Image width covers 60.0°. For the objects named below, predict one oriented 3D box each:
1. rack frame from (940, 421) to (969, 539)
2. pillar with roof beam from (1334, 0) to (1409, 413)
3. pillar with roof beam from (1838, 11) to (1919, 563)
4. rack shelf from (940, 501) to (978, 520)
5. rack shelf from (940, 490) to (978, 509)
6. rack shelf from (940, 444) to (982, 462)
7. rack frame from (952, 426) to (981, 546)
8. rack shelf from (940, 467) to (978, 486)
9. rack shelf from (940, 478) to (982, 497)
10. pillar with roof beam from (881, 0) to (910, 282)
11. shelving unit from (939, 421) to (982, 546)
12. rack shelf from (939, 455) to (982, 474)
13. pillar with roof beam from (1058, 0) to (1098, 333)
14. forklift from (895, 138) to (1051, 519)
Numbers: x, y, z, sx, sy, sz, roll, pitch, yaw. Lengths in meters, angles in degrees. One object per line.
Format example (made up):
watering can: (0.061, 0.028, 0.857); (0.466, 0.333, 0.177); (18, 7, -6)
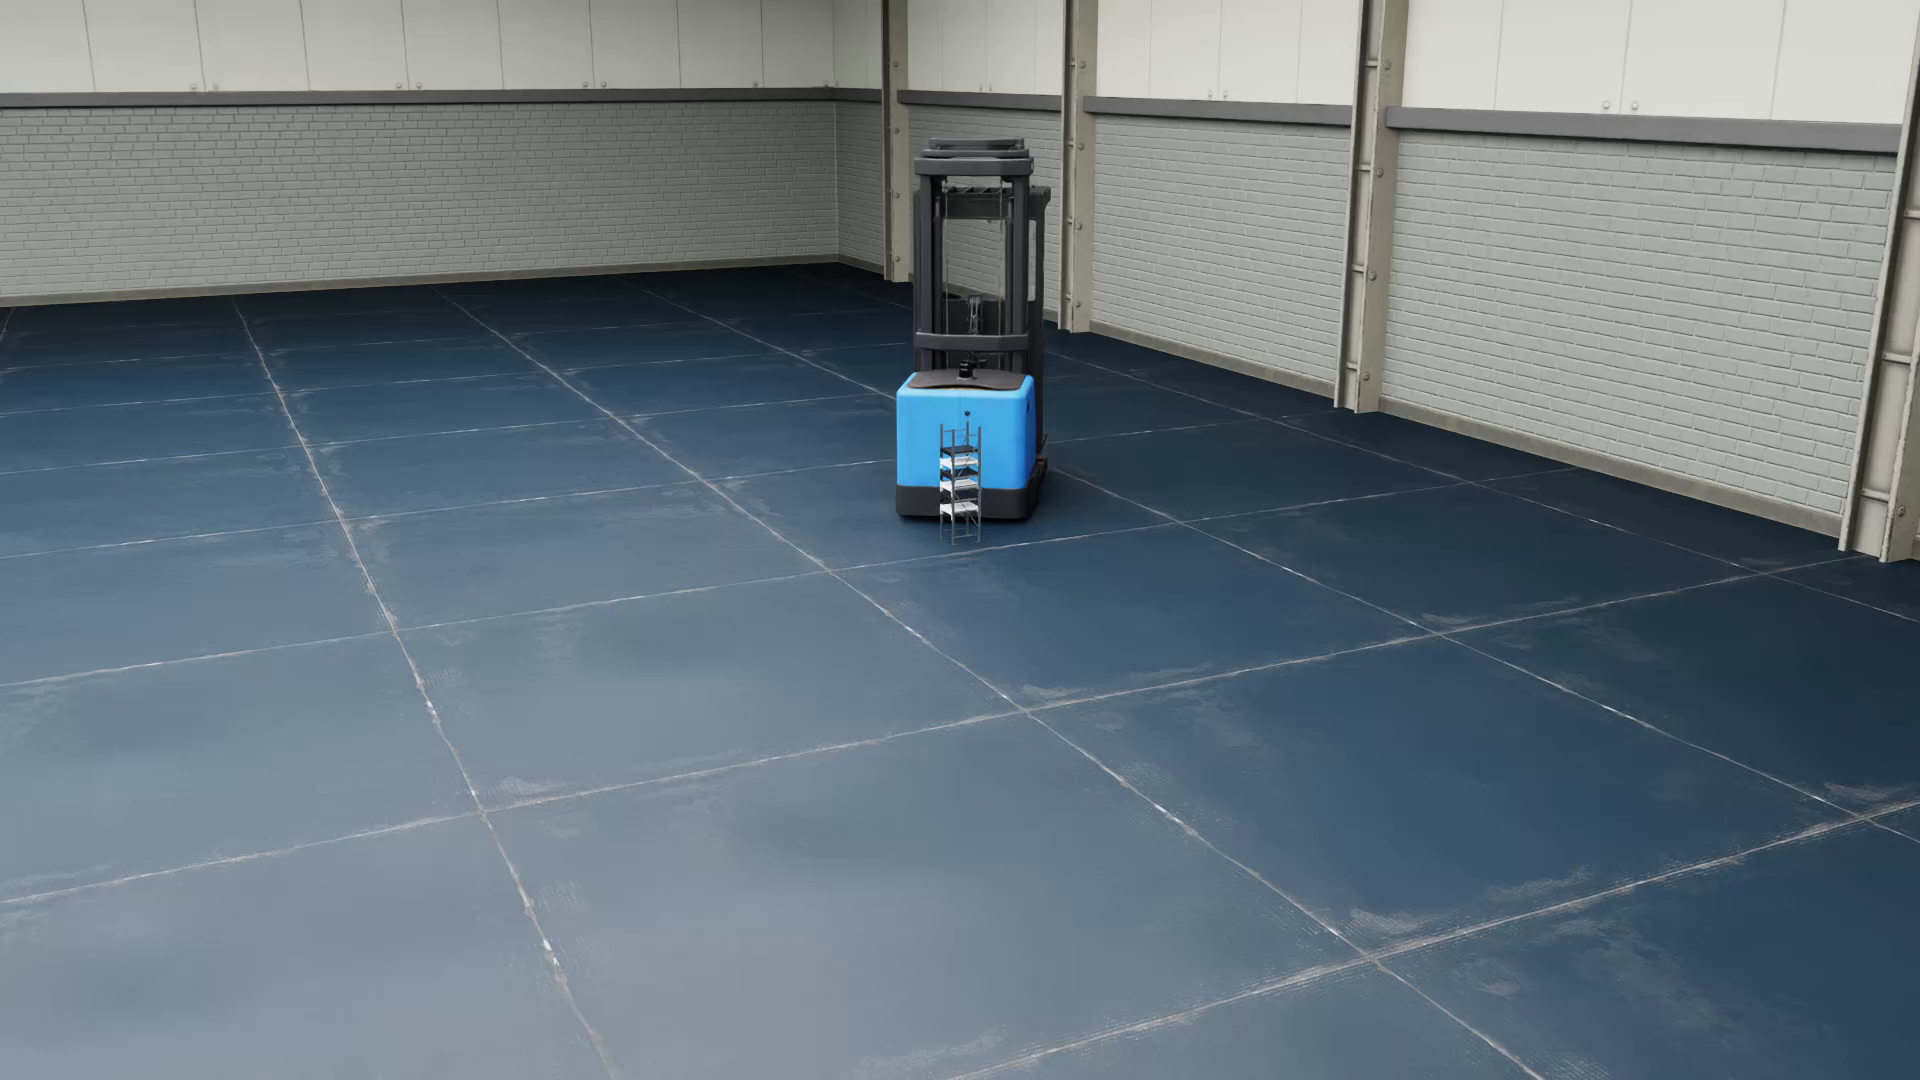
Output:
rack frame: (-0.041, -0.456, 12.707); (0.240, 0.900, 0.006); (-8, 18, -25)
pillar with roof beam: (0.328, -5.194, 14.535); (9.100, 9.000, 0.400); (-8, 18, -25)
pillar with roof beam: (2.957, -3.706, 9.351); (9.100, 9.000, 0.400); (-8, 18, -25)
rack shelf: (0.004, -0.225, 12.678); (0.258, 0.077, 0.200); (-8, 18, -25)
rack shelf: (0.004, -0.312, 12.654); (0.258, 0.077, 0.200); (-8, 18, -25)
rack shelf: (0.004, -0.658, 12.554); (0.258, 0.077, 0.200); (-8, 18, -25)
rack frame: (0.048, -0.405, 12.532); (0.240, 0.900, 0.006); (-8, 18, -25)
rack shelf: (0.004, -0.485, 12.604); (0.258, 0.077, 0.200); (-8, 18, -25)
rack shelf: (0.004, -0.398, 12.629); (0.258, 0.077, 0.200); (-8, 18, -25)
pillar with roof beam: (-4.929, -8.169, 24.904); (9.100, 9.000, 0.400); (-8, 18, -25)
shelving unit: (0.004, -0.431, 12.620); (0.258, 0.900, 0.210); (-8, 18, -25)
rack shelf: (0.004, -0.572, 12.579); (0.258, 0.077, 0.200); (-8, 18, -25)
pillar with roof beam: (-2.300, -6.682, 19.720); (9.100, 9.000, 0.400); (-8, 18, -25)
forklift: (0.186, -1.934, 14.178); (1.130, 2.935, 3.031); (2, 16, 7)
